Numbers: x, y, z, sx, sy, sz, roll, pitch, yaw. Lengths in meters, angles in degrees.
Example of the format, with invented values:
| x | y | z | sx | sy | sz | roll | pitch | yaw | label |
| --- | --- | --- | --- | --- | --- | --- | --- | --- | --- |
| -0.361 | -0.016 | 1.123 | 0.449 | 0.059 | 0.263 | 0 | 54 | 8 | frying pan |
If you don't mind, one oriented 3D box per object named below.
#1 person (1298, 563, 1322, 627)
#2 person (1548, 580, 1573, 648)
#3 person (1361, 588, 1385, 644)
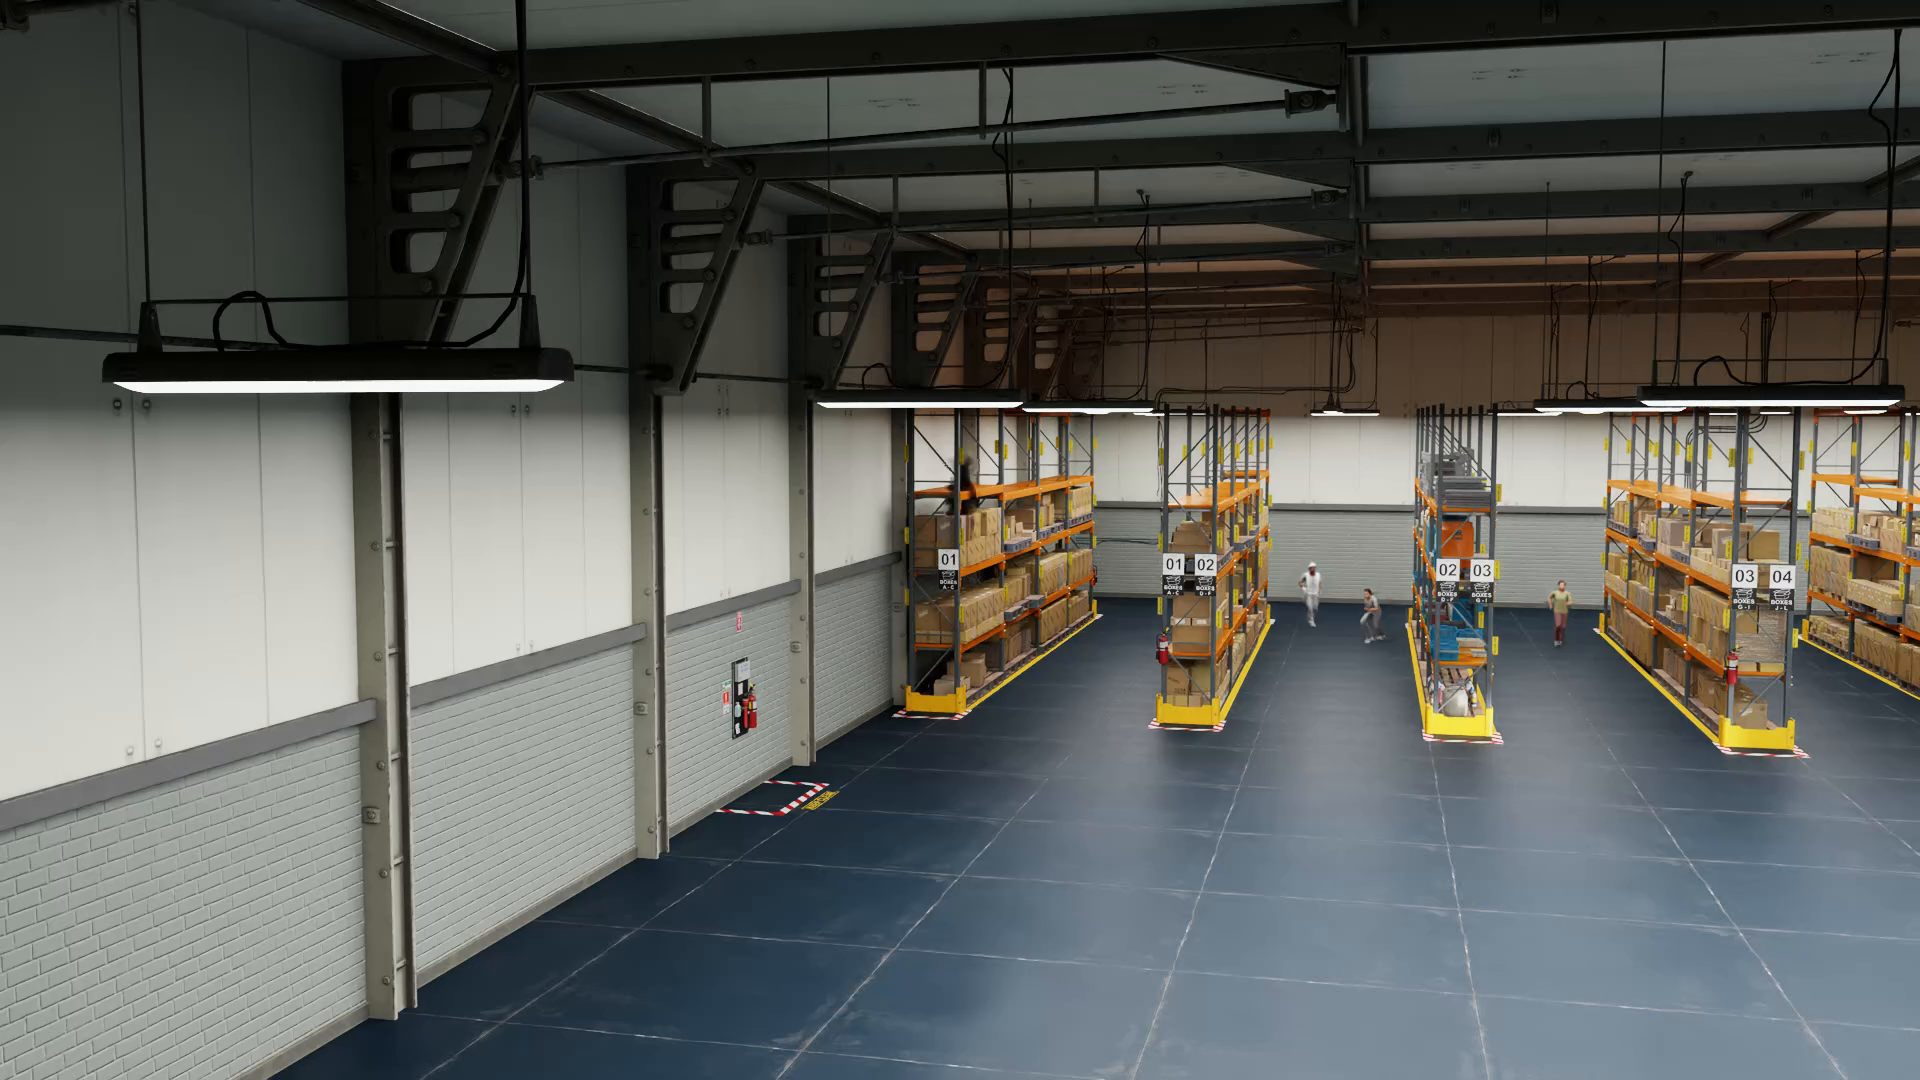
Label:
| x | y | z | sx | sy | sz | roll | pitch | yaw | label |
| --- | --- | --- | --- | --- | --- | --- | --- | --- | --- |
| 9.695 | 1.507 | 46.058 | 0.679 | 1.760 | 0.689 | -1 | 4 | -9 | person |
| 15.067 | 1.853 | 41.702 | 0.533 | 1.687 | 0.685 | 1 | 4 | 7 | person |
| 10.611 | 1.915 | 42.513 | 1.111 | 1.449 | 0.578 | -3 | 5 | -40 | person |
